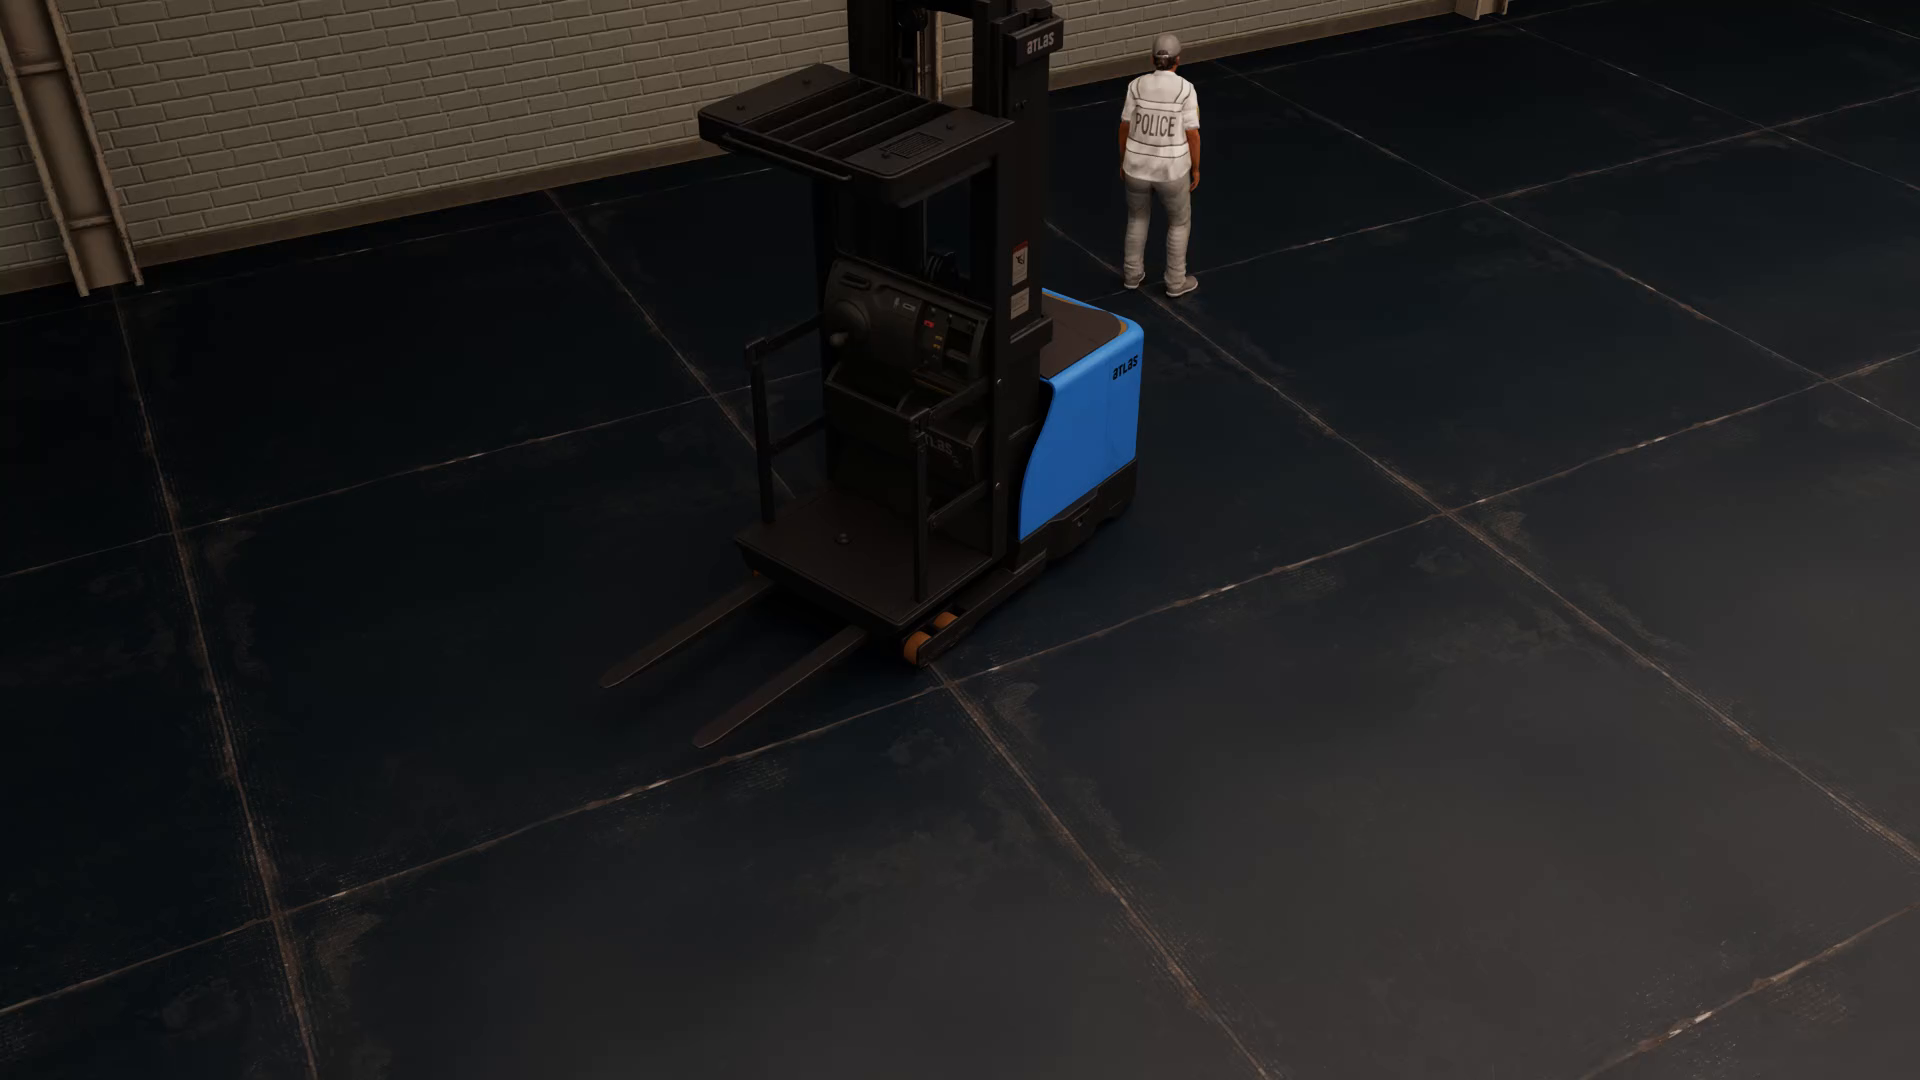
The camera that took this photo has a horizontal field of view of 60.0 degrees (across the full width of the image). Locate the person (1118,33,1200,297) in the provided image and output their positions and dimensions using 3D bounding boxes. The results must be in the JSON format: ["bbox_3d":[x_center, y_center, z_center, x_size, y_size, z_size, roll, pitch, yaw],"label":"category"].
[{"bbox_3d":[1.281,-2.367,10.571,0.559,1.665,0.468,13,37,18],"label":"person"}]

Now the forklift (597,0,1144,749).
[{"bbox_3d":[-0.390,-0.927,7.434,1.130,2.935,3.031,26,43,31],"label":"forklift"}]
